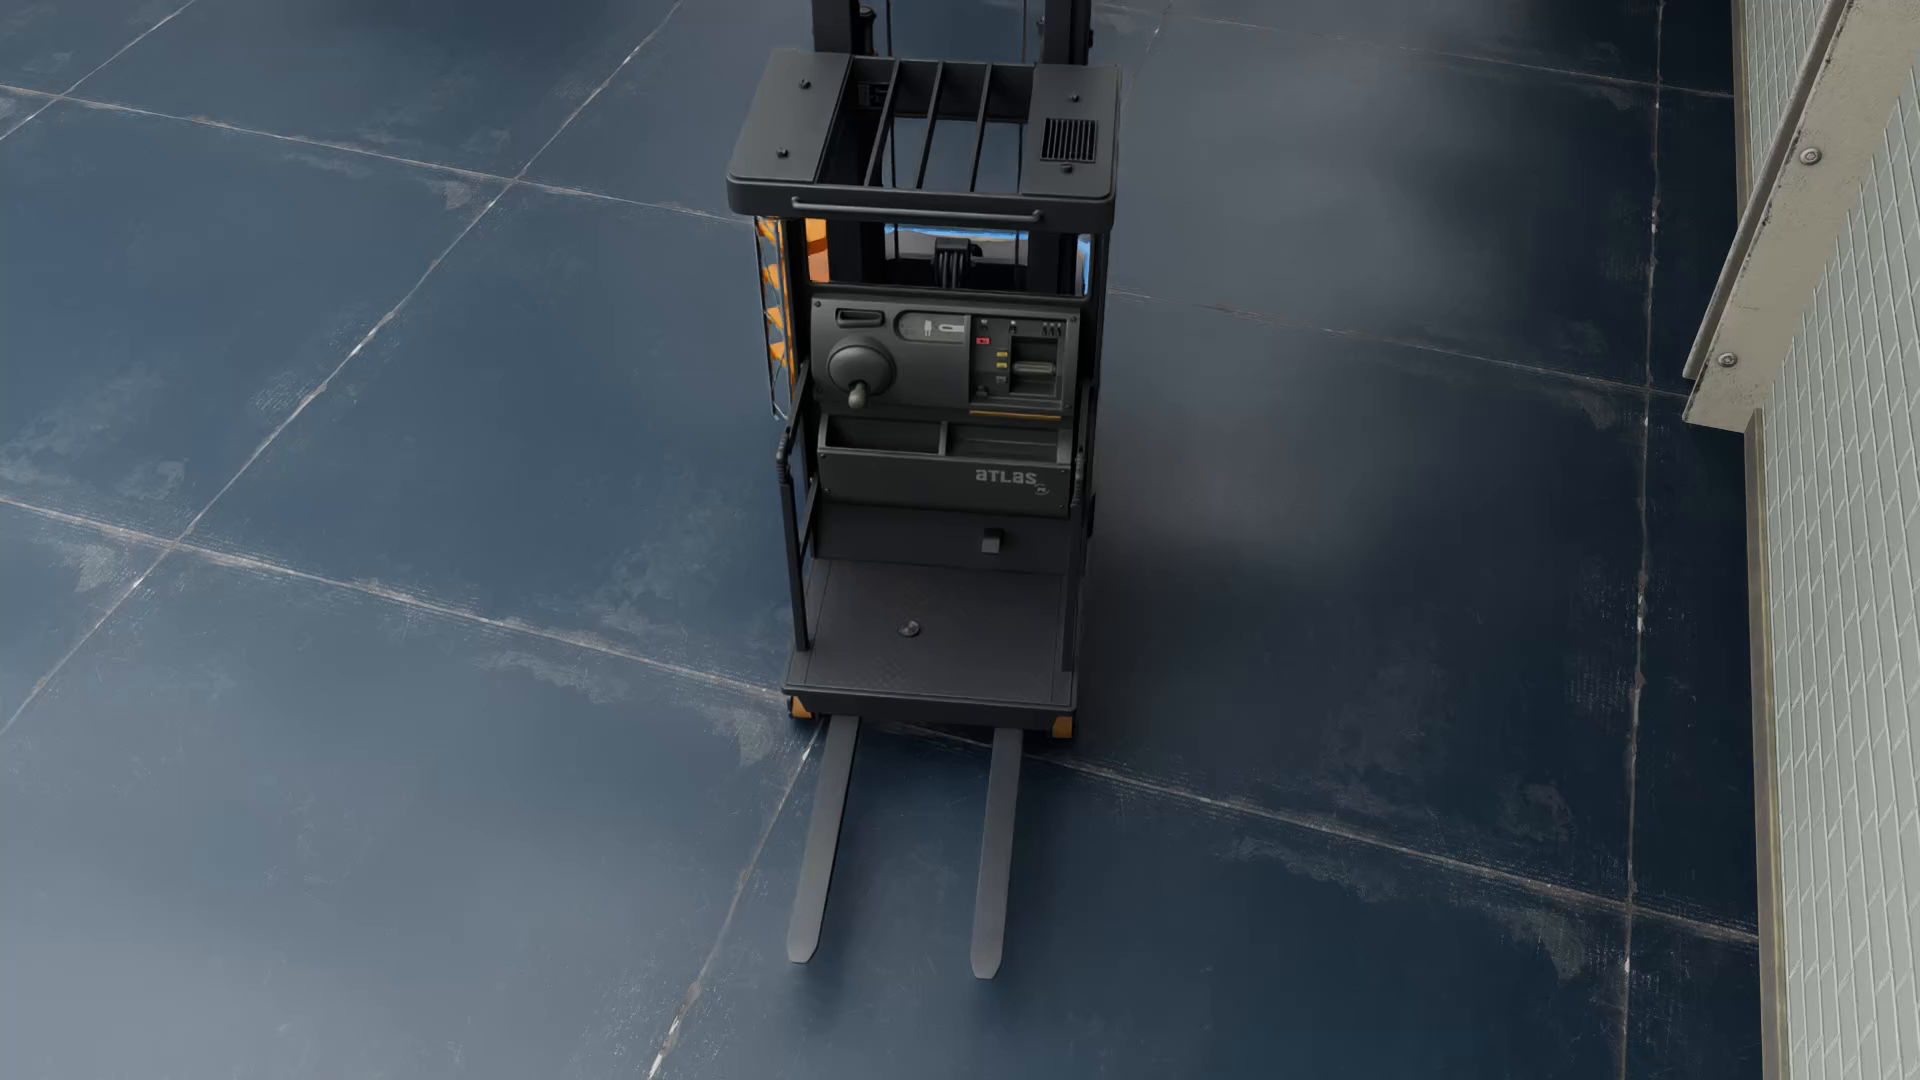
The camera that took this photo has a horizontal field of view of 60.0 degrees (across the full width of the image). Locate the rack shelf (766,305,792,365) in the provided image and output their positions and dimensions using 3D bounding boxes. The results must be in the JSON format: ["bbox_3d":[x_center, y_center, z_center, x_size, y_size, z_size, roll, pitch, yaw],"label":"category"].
[{"bbox_3d":[-0.598,-0.977,7.384,0.480,0.148,0.258,-22,49,-21],"label":"rack shelf"}]

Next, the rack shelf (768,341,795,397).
[{"bbox_3d":[-0.599,-0.836,7.524,0.480,0.148,0.258,-22,49,-21],"label":"rack shelf"}]

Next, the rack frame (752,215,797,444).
[{"bbox_3d":[-0.808,-0.938,7.248,0.015,1.200,0.240,-22,49,-21],"label":"rack frame"}]

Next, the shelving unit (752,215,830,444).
[{"bbox_3d":[-0.598,-1.025,7.337,0.503,1.200,0.258,-22,49,-21],"label":"shelving unit"}]

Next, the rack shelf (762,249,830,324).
[{"bbox_3d":[-0.597,-1.136,7.226,0.480,0.148,0.258,-22,49,-21],"label":"rack shelf"}]

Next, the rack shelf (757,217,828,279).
[{"bbox_3d":[-0.596,-1.304,7.060,0.480,0.148,0.258,-22,49,-21],"label":"rack shelf"}]

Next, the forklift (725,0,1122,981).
[{"bbox_3d":[-0.072,-0.543,5.608,1.130,2.935,3.031,4,45,4],"label":"forklift"}]

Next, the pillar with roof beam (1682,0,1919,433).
[{"bbox_3d":[-0.545,-4.778,5.598,9.100,9.000,0.400,13,46,13],"label":"pillar with roof beam"}]
